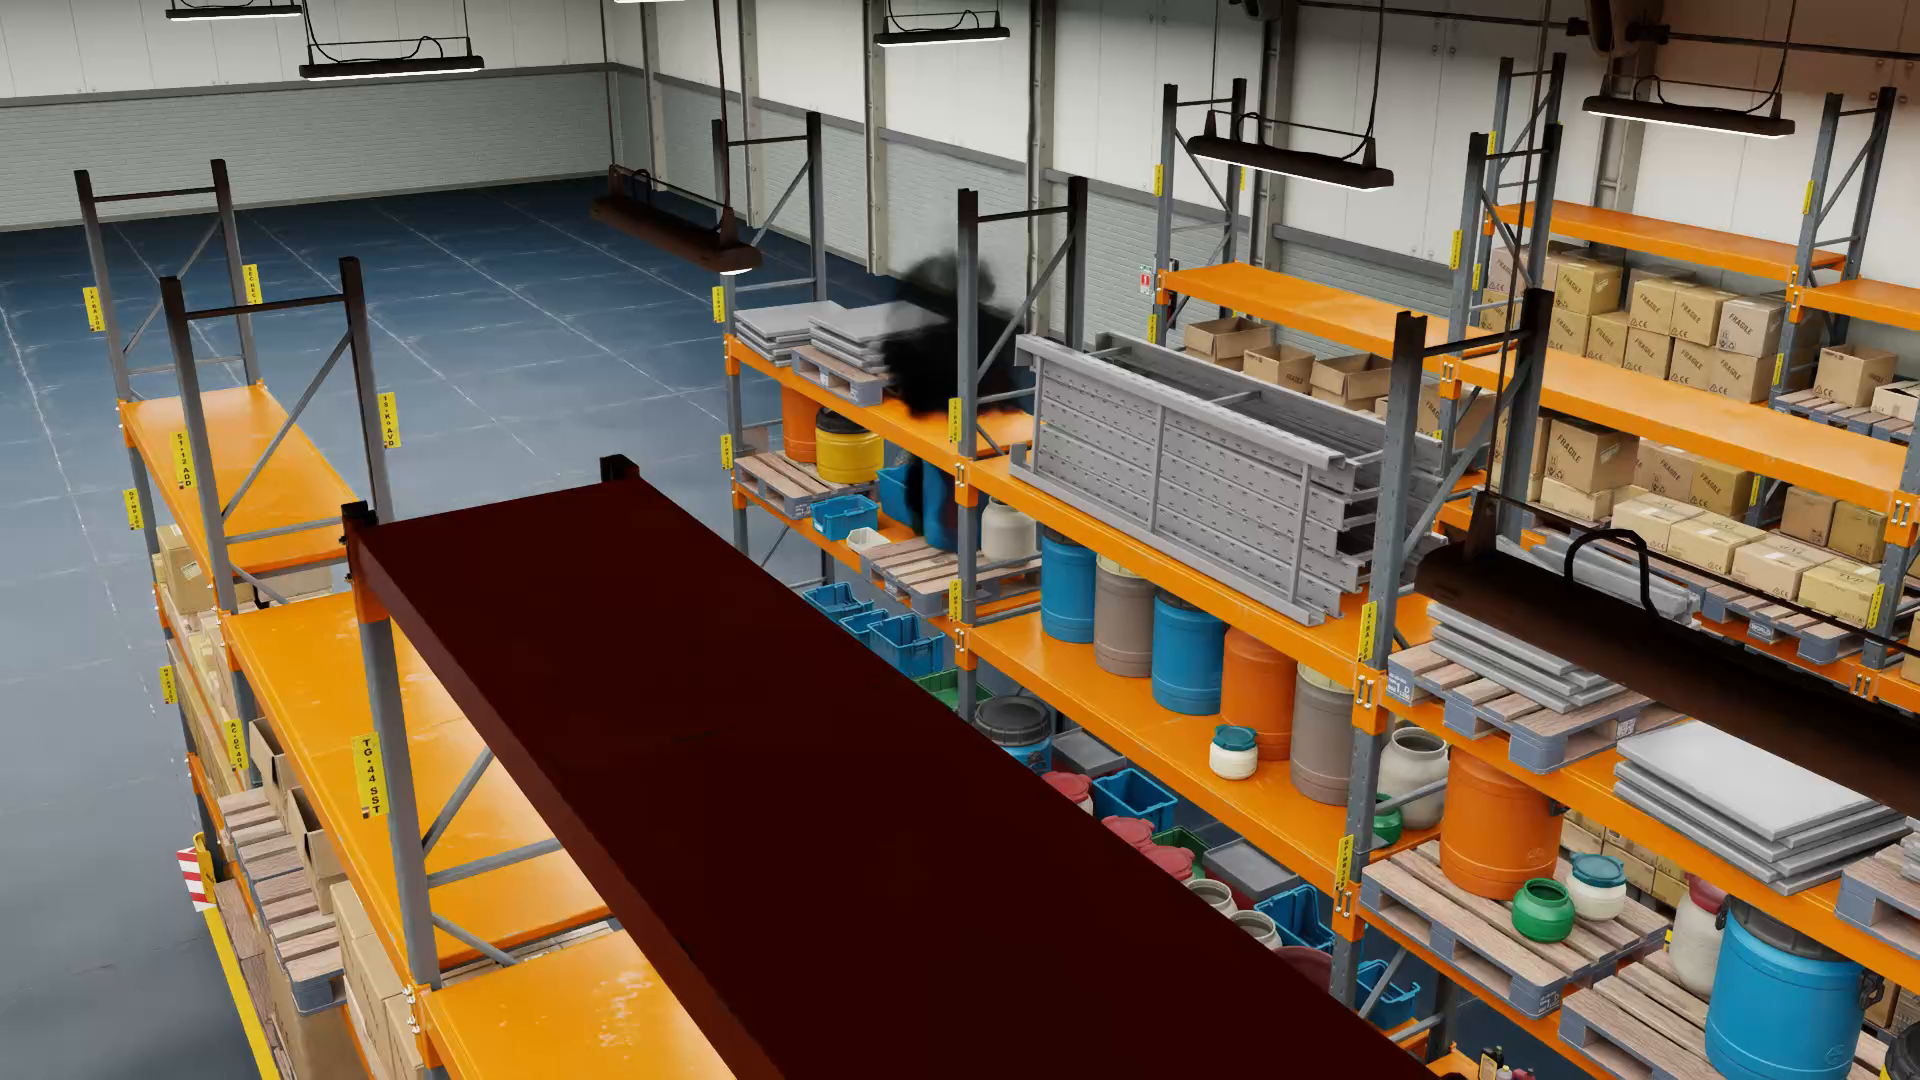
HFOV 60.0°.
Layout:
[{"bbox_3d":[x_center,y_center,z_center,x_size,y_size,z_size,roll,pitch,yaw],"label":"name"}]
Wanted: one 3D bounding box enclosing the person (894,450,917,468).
[{"bbox_3d":[-0.618,-0.245,19.782,0.746,1.695,0.612,1,22,2],"label":"person"}]
